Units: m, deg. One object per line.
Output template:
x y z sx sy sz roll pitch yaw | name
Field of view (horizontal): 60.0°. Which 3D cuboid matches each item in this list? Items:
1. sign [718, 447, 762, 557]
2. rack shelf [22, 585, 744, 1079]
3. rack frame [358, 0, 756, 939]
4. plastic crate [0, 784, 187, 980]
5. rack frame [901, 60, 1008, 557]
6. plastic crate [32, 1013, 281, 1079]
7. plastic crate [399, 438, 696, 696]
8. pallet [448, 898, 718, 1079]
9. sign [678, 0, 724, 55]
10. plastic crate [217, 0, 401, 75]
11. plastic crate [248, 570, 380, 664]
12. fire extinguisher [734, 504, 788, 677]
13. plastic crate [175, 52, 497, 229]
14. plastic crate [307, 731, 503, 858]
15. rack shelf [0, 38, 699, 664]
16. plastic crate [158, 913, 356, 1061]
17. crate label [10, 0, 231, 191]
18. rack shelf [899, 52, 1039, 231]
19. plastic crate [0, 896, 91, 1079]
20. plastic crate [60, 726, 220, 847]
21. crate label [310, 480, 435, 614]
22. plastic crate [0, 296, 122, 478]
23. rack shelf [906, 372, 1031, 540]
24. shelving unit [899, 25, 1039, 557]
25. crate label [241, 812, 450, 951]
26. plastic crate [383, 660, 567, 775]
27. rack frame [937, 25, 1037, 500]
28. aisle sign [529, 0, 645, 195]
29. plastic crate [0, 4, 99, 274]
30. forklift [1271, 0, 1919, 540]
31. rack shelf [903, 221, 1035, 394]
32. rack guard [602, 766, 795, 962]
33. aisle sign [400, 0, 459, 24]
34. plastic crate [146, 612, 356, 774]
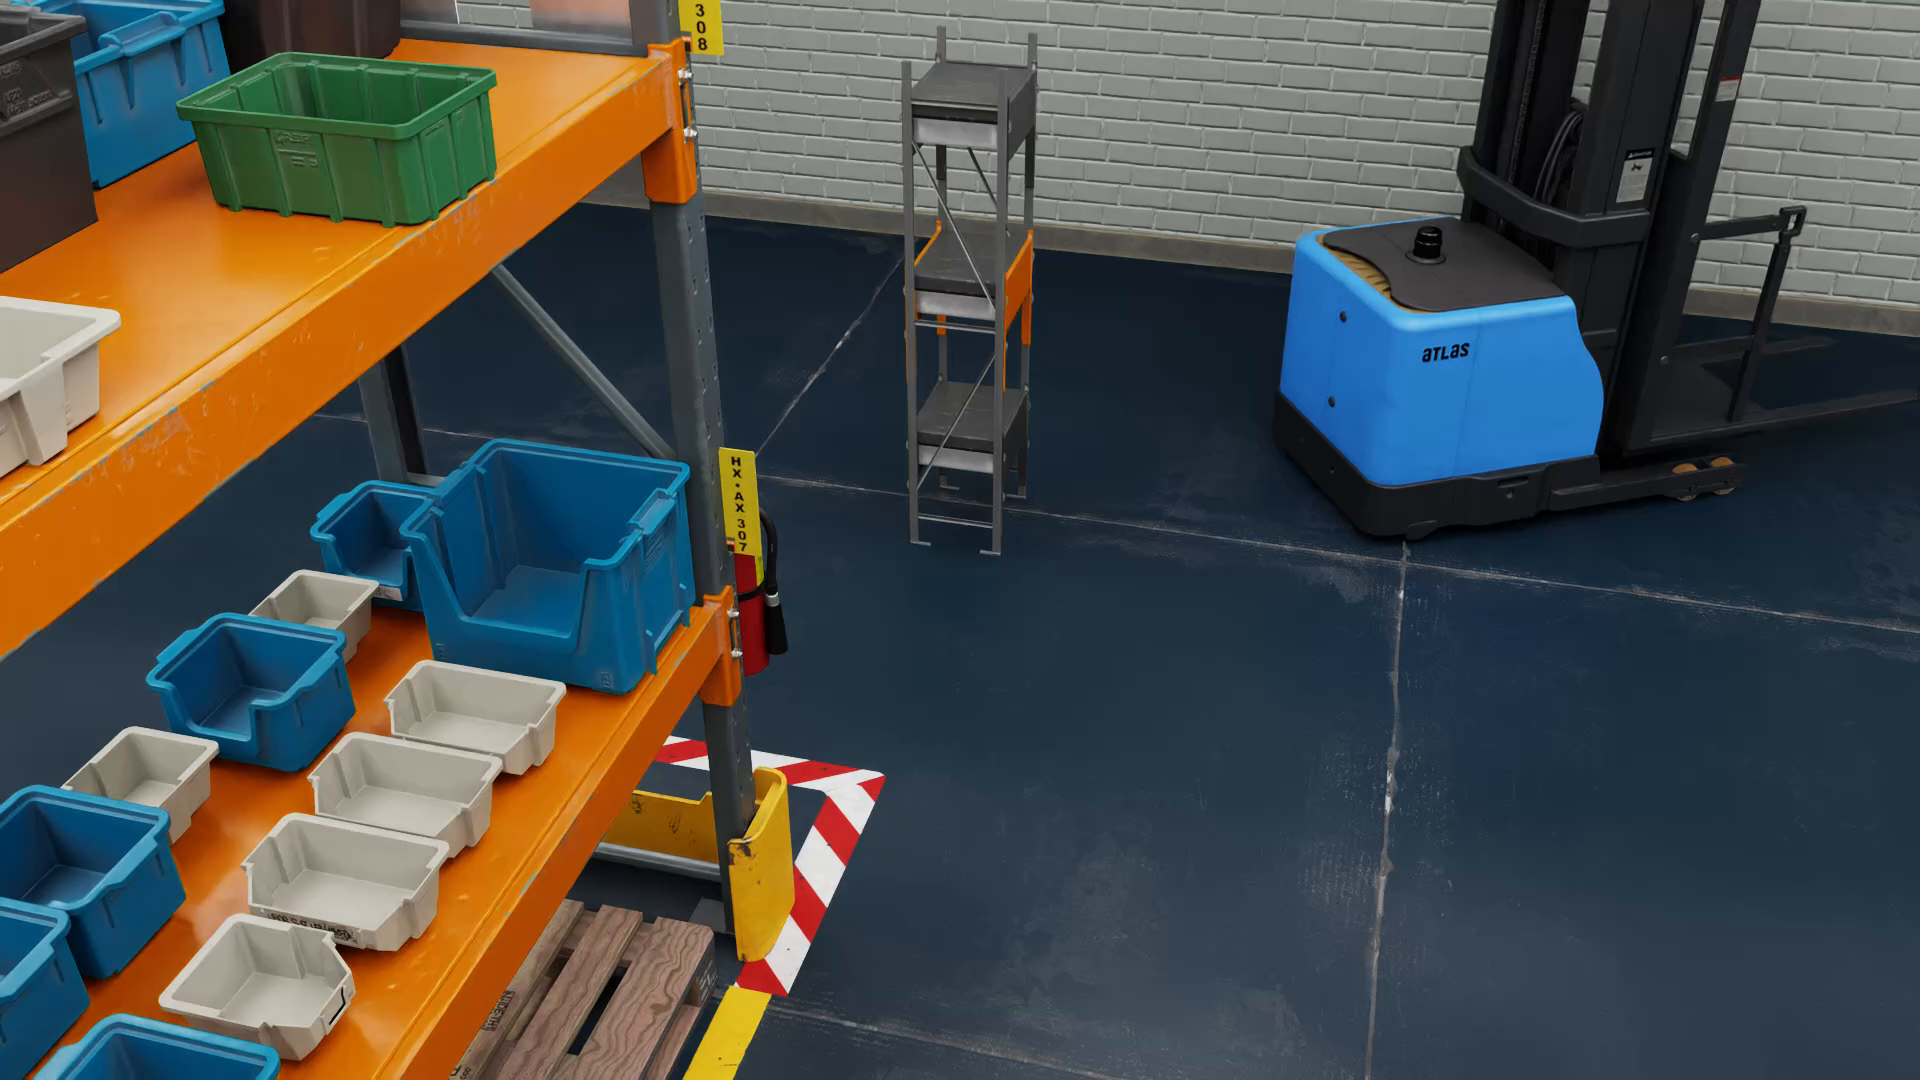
-0.588 -0.100 4.459 0.100 0.325 0.005 8 33 12 | sign
-1.632 1.244 3.167 1.077 0.370 4.000 8 33 12 | rack shelf
-1.125 -0.097 4.607 1.000 3.000 0.127 8 33 12 | rack frame
-1.840 0.715 3.430 0.416 0.233 0.300 8 33 12 | plastic crate
-0.020 -0.845 6.623 0.400 2.100 0.015 8 33 12 | rack frame
-1.398 1.049 2.905 0.416 0.233 0.300 8 33 12 | plastic crate
-1.029 0.062 4.268 0.616 0.435 0.499 8 33 12 | plastic crate
-1.372 1.502 4.690 1.003 0.211 1.213 8 33 12 | pallet
-0.588 -1.252 3.726 0.100 0.325 0.005 8 33 12 | sign
-1.492 -1.146 3.583 0.497 0.269 0.590 8 33 12 | plastic crate
-1.667 0.227 4.287 0.250 0.136 0.298 8 33 12 | plastic crate
-0.647 0.076 4.754 0.296 0.674 0.183 8 33 12 | fire extinguisher
-1.099 -0.723 2.993 0.450 0.188 0.336 8 33 12 | plastic crate
-1.244 0.585 3.724 0.396 0.136 0.243 8 33 12 | plastic crate
-1.632 -0.022 2.363 1.077 0.370 4.000 8 33 12 | rack shelf
-1.348 0.889 3.246 0.298 0.136 0.250 8 33 12 | plastic crate
-1.671 -0.866 3.158 0.408 0.251 0.502 8 33 12 | crate label
0.042 -1.551 6.454 0.431 0.518 0.480 8 33 12 | rack shelf
-1.916 0.870 3.185 0.416 0.233 0.300 8 33 12 | plastic crate
-1.839 0.579 3.733 0.250 0.136 0.298 8 33 12 | plastic crate
-1.506 0.031 4.505 0.416 0.233 0.303 8 33 12 | crate label
-1.409 -0.146 2.133 0.437 0.136 0.530 8 33 12 | plastic crate
0.042 -0.370 7.205 0.431 0.518 0.480 8 33 12 | rack shelf
0.042 -0.972 6.822 0.431 2.100 0.503 8 33 12 | shelving unit
-1.291 0.733 3.491 0.396 0.136 0.243 8 33 12 | crate label
-1.157 0.437 3.957 0.396 0.136 0.243 8 33 12 | plastic crate
0.104 -1.099 7.021 0.400 2.100 0.015 8 33 12 | rack frame
-0.823 -1.192 3.906 0.394 0.787 0.004 8 33 12 | aisle sign
-1.778 -0.582 2.631 0.504 0.338 0.767 8 33 12 | plastic crate
3.056 -1.677 7.156 3.031 2.935 1.130 -9 34 -14 | forklift
0.042 -0.961 6.829 0.431 0.518 0.480 8 33 12 | rack shelf
-1.131 0.943 5.300 1.175 0.500 0.348 8 33 12 | rack guard
-1.394 -1.272 4.032 0.394 0.787 0.004 8 33 12 | aisle sign
-1.673 0.373 3.967 0.416 0.233 0.300 8 33 12 | plastic crate
